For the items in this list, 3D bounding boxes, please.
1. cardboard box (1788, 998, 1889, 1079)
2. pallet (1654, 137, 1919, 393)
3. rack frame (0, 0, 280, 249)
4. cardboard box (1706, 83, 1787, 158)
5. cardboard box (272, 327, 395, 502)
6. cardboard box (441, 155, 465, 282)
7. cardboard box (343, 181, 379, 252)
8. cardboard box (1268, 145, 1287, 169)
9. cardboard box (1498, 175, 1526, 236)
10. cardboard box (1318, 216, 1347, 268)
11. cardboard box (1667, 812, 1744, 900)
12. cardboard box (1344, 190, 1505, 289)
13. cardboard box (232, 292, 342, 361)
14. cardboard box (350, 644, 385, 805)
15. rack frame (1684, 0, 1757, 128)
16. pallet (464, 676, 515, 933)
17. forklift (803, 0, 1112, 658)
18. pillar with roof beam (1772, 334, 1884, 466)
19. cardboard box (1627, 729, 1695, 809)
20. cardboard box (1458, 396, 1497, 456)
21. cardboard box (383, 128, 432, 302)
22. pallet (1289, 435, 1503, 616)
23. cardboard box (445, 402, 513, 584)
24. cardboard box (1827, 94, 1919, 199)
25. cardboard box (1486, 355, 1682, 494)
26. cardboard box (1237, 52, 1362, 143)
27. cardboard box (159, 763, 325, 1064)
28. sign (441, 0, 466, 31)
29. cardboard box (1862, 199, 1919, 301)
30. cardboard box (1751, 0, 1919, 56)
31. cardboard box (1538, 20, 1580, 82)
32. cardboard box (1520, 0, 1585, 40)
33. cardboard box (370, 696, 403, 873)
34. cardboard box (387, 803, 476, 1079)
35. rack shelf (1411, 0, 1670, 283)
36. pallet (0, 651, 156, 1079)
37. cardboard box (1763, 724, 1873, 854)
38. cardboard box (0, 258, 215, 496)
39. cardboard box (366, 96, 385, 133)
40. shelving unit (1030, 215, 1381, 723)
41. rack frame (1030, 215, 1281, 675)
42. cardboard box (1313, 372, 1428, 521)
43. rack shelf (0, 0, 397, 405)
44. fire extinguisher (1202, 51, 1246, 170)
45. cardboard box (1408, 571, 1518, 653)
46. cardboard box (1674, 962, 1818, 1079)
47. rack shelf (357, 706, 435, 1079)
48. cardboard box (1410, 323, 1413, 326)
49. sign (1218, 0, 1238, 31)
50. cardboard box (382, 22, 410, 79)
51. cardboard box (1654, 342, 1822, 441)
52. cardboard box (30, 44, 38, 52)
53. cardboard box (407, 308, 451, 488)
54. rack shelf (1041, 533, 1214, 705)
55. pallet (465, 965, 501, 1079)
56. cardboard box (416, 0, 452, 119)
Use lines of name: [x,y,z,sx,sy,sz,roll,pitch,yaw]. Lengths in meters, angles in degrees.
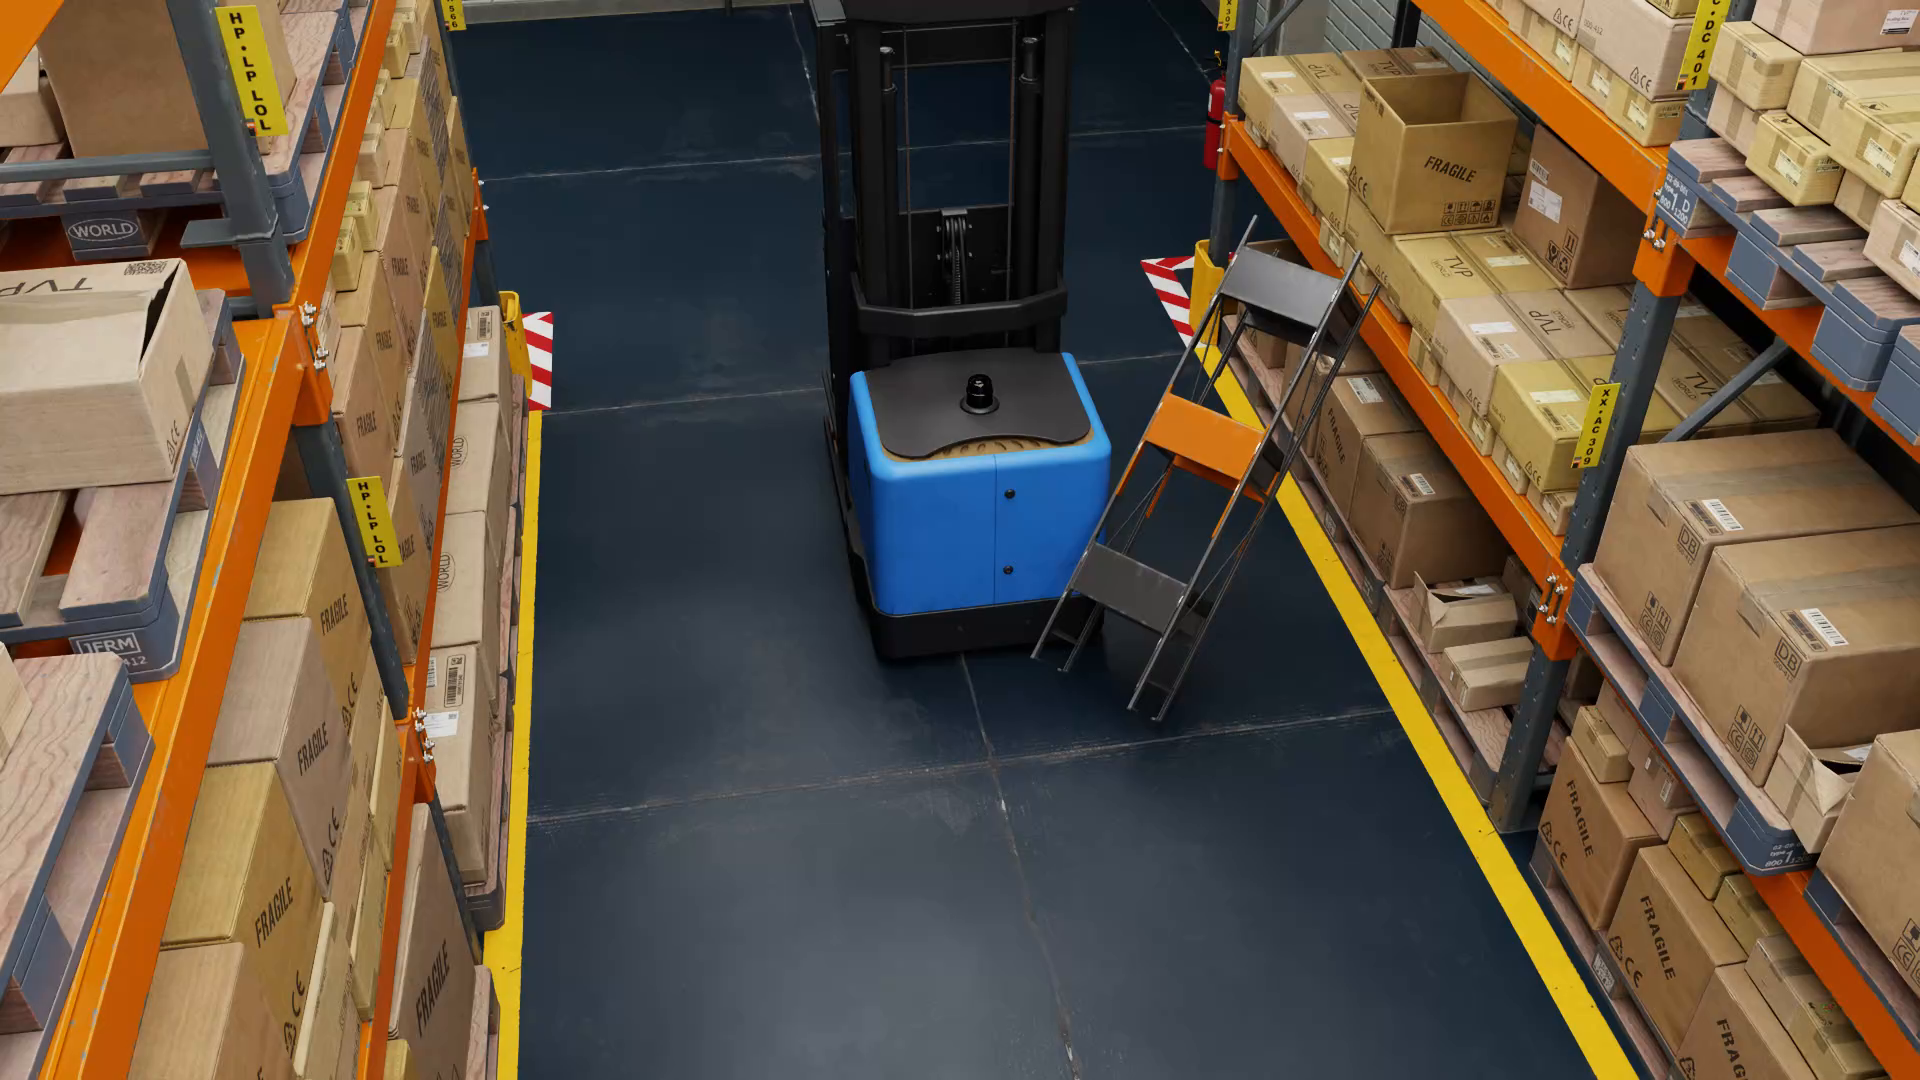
cardboard box: [2.722,1.497,4.945,0.380,0.149,0.250,-5,38,-6]
pallet: [2.676,-0.804,4.448,1.213,0.211,1.003,-6,38,-8]
rack frame: [-2.256,-1.928,3.297,1.000,3.000,0.127,-6,38,-8]
cardboard box: [2.291,-1.163,4.538,0.380,0.149,0.250,-6,38,-7]
cardboard box: [-2.101,-0.307,5.204,0.500,0.500,0.500,-6,38,-8]
cardboard box: [-2.539,-1.447,7.486,0.500,0.500,0.500,-7,38,-9]
cardboard box: [-2.204,-1.092,5.685,0.380,0.149,0.250,-7,38,-9]
cardboard box: [1.807,-2.036,8.530,0.380,0.149,0.250,-5,38,-7]
cardboard box: [2.534,-1.393,7.378,0.500,0.250,0.500,-6,38,-8]
cardboard box: [1.894,-1.401,7.713,0.380,0.149,0.250,-7,38,-9]
cardboard box: [2.612,1.028,5.549,0.380,0.149,0.250,-8,39,-10]
cardboard box: [2.035,-1.350,7.322,0.500,0.250,0.500,-7,38,-9]
cardboard box: [-2.116,-0.621,5.080,0.380,0.149,0.250,-6,38,-7]
cardboard box: [-1.939,0.543,4.721,0.500,0.250,0.500,-6,38,-8]
rack frame: [2.631,-2.465,3.987,1.000,3.000,0.127,-6,38,-8]
pallet: [-2.312,1.074,6.595,1.003,0.211,1.213,-6,38,-8]
forklift: [-0.108,-1.538,7.741,1.130,2.935,3.031,-6,38,-8]
pillar with roof beam: [-0.842,-2.519,4.057,9.100,9.000,0.400,-6,38,-8]
cardboard box: [2.524,0.749,5.664,0.380,0.149,0.250,-8,39,-10]
cardboard box: [2.190,-0.471,6.516,0.380,0.149,0.250,-5,38,-7]
cardboard box: [-2.348,-1.229,6.390,0.500,0.500,0.500,-6,38,-8]
pallet: [2.294,-0.147,8.168,1.003,0.211,1.213,-6,38,-8]
cardboard box: [-2.574,-0.190,7.695,0.875,0.438,0.875,-5,38,-7]
cardboard box: [2.371,-0.965,4.040,0.380,0.149,0.250,-7,38,-9]
cardboard box: [2.301,-0.435,6.145,0.500,0.250,0.500,-5,38,-7]
cardboard box: [1.744,-2.267,8.502,0.500,0.250,0.500,-6,38,-8]
cardboard box: [-1.762,0.869,3.690,0.500,0.500,0.500,-5,38,-7]
sign: [-2.420,-2.576,7.884,0.100,0.325,0.005,-6,38,-8]
cardboard box: [2.404,-0.698,3.940,0.380,0.149,0.250,-6,38,-7]
cardboard box: [2.340,-1.448,4.324,0.396,0.266,0.258,-7,38,-8]
cardboard box: [2.198,-1.678,5.624,0.380,0.149,0.250,-5,38,-6]
cardboard box: [2.198,-1.915,5.605,0.500,0.250,0.500,-7,38,-9]
cardboard box: [-1.929,0.744,4.870,0.500,0.250,0.500,-7,38,-9]
cardboard box: [-2.068,1.480,5.190,0.875,0.875,0.875,-5,38,-7]
rack shelf: [2.280,-2.204,6.683,1.077,0.370,4.000,-6,38,-8]
pallet: [-1.918,0.688,2.528,1.003,0.211,1.213,-5,38,-6]
cardboard box: [2.496,0.672,4.607,0.396,0.266,0.258,-4,38,-6]
cardboard box: [-1.894,-0.365,3.460,0.500,0.311,0.500,-6,38,-8]
cardboard box: [-2.391,-1.545,6.269,0.380,0.149,0.250,-5,38,-6]
shelving unit: [1.052,-0.297,7.069,0.503,0.431,2.100,26,89,29]
rack frame: [0.860,-0.391,7.186,0.015,0.400,2.100,26,89,29]
cardboard box: [2.049,-0.460,7.992,0.500,0.500,0.500,-6,38,-7]
rack shelf: [-2.606,-1.668,5.993,1.077,0.370,4.000,-6,38,-8]
fire extinguisher: [1.449,-2.373,9.126,0.296,0.674,0.183,-6,38,-8]
cardboard box: [2.181,0.298,7.208,0.396,0.266,0.258,-5,38,-6]
cardboard box: [2.680,1.665,5.257,0.500,0.500,0.500,-7,38,-9]
rack shelf: [-1.905,1.933,3.803,1.077,0.370,4.000,-6,38,-8]
cardboard box: [2.163,-0.951,7.134,0.380,0.149,0.250,-6,38,-7]
sign: [1.395,-2.795,8.597,0.100,0.325,0.005,-6,38,-8]
cardboard box: [-2.497,-2.016,6.875,0.380,0.149,0.250,-5,38,-7]
cardboard box: [2.810,-0.482,6.205,0.500,0.250,0.500,-7,38,-8]
cardboard box: [-2.729,-1.361,4.793,0.380,0.149,0.250,-5,38,-7]
cardboard box: [-2.245,-0.516,6.287,0.500,0.500,0.500,-6,38,-8]
rack shelf: [0.729,0.339,7.053,0.480,0.431,0.518,26,89,29]
pallet: [-2.046,2.000,5.404,1.003,0.211,1.213,-6,38,-8]
cardboard box: [-2.638,-2.144,7.568,0.500,0.500,0.500,-5,38,-6]
